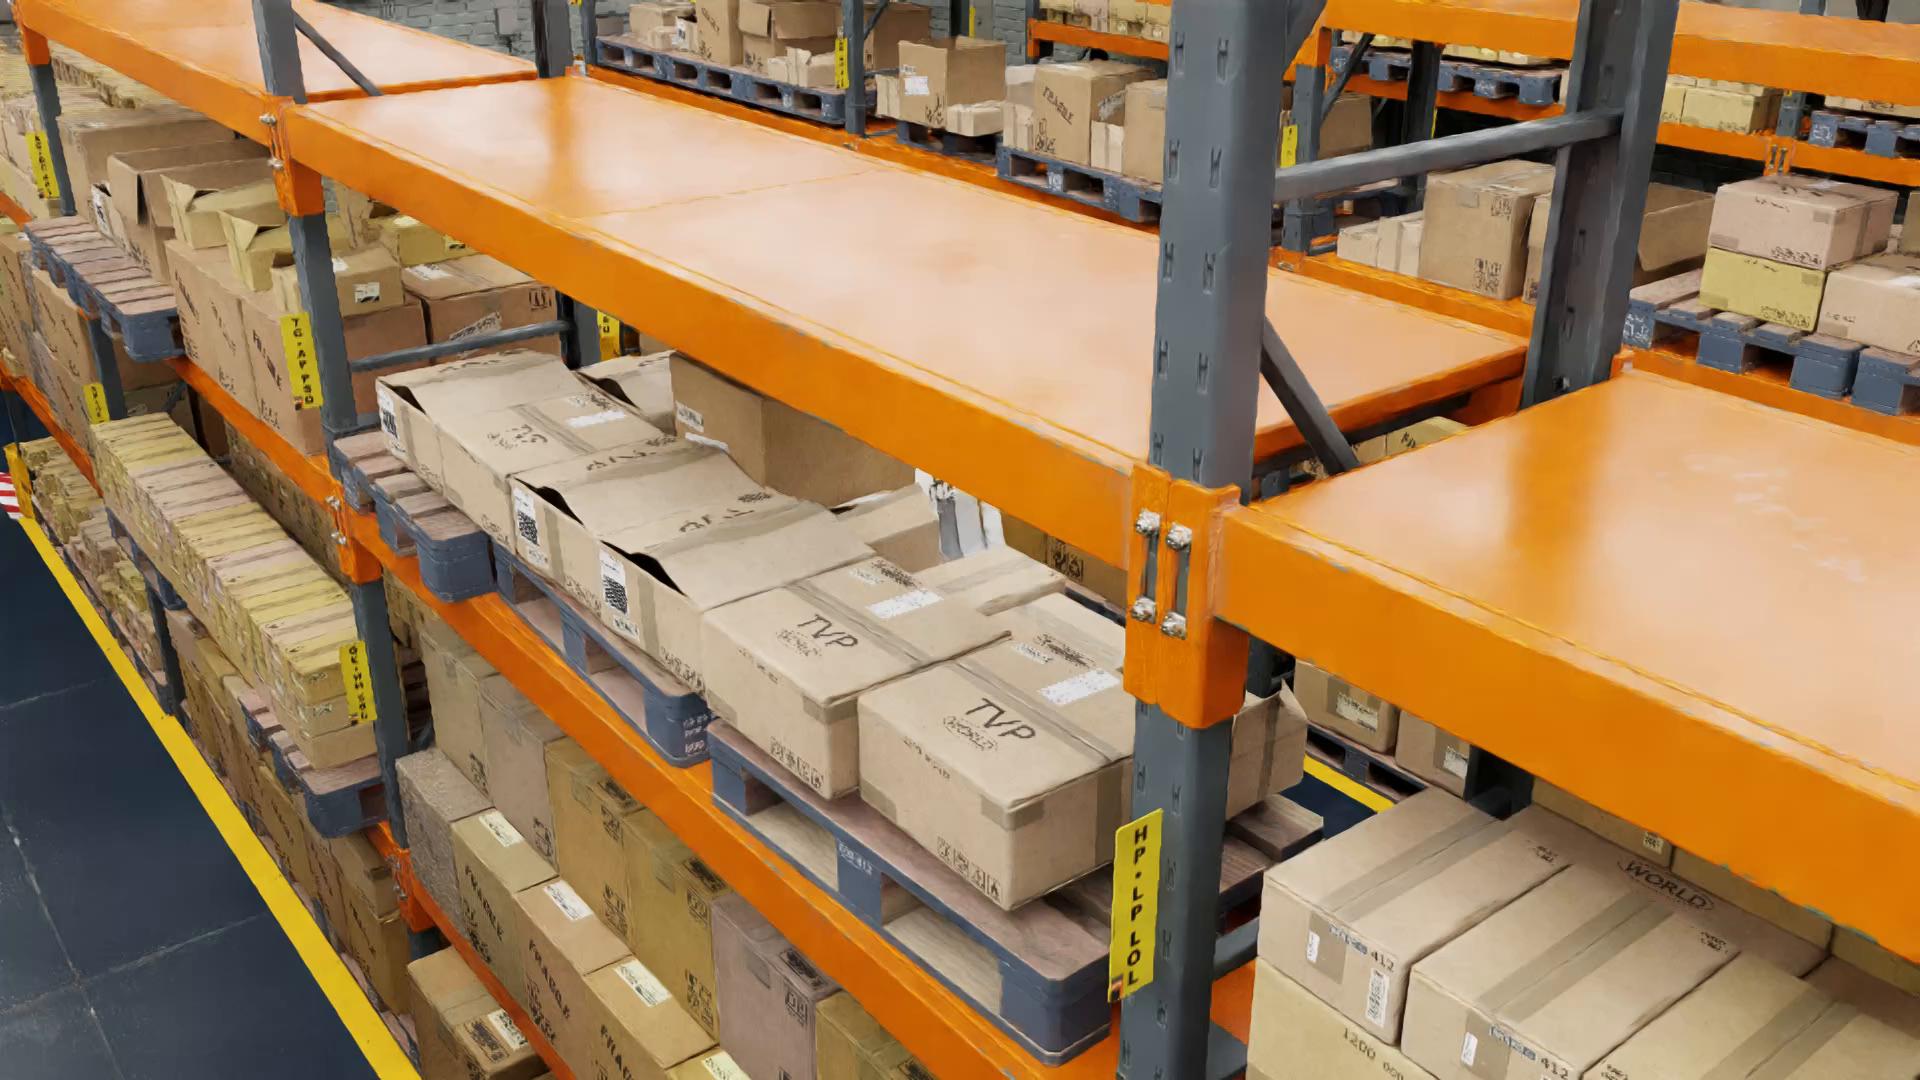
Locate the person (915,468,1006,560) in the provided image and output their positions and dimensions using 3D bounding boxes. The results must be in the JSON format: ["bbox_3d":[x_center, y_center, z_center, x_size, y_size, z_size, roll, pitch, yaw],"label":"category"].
[{"bbox_3d":[-0.055,0.100,9.752,0.652,1.755,0.596,-2,24,-4],"label":"person"}]
